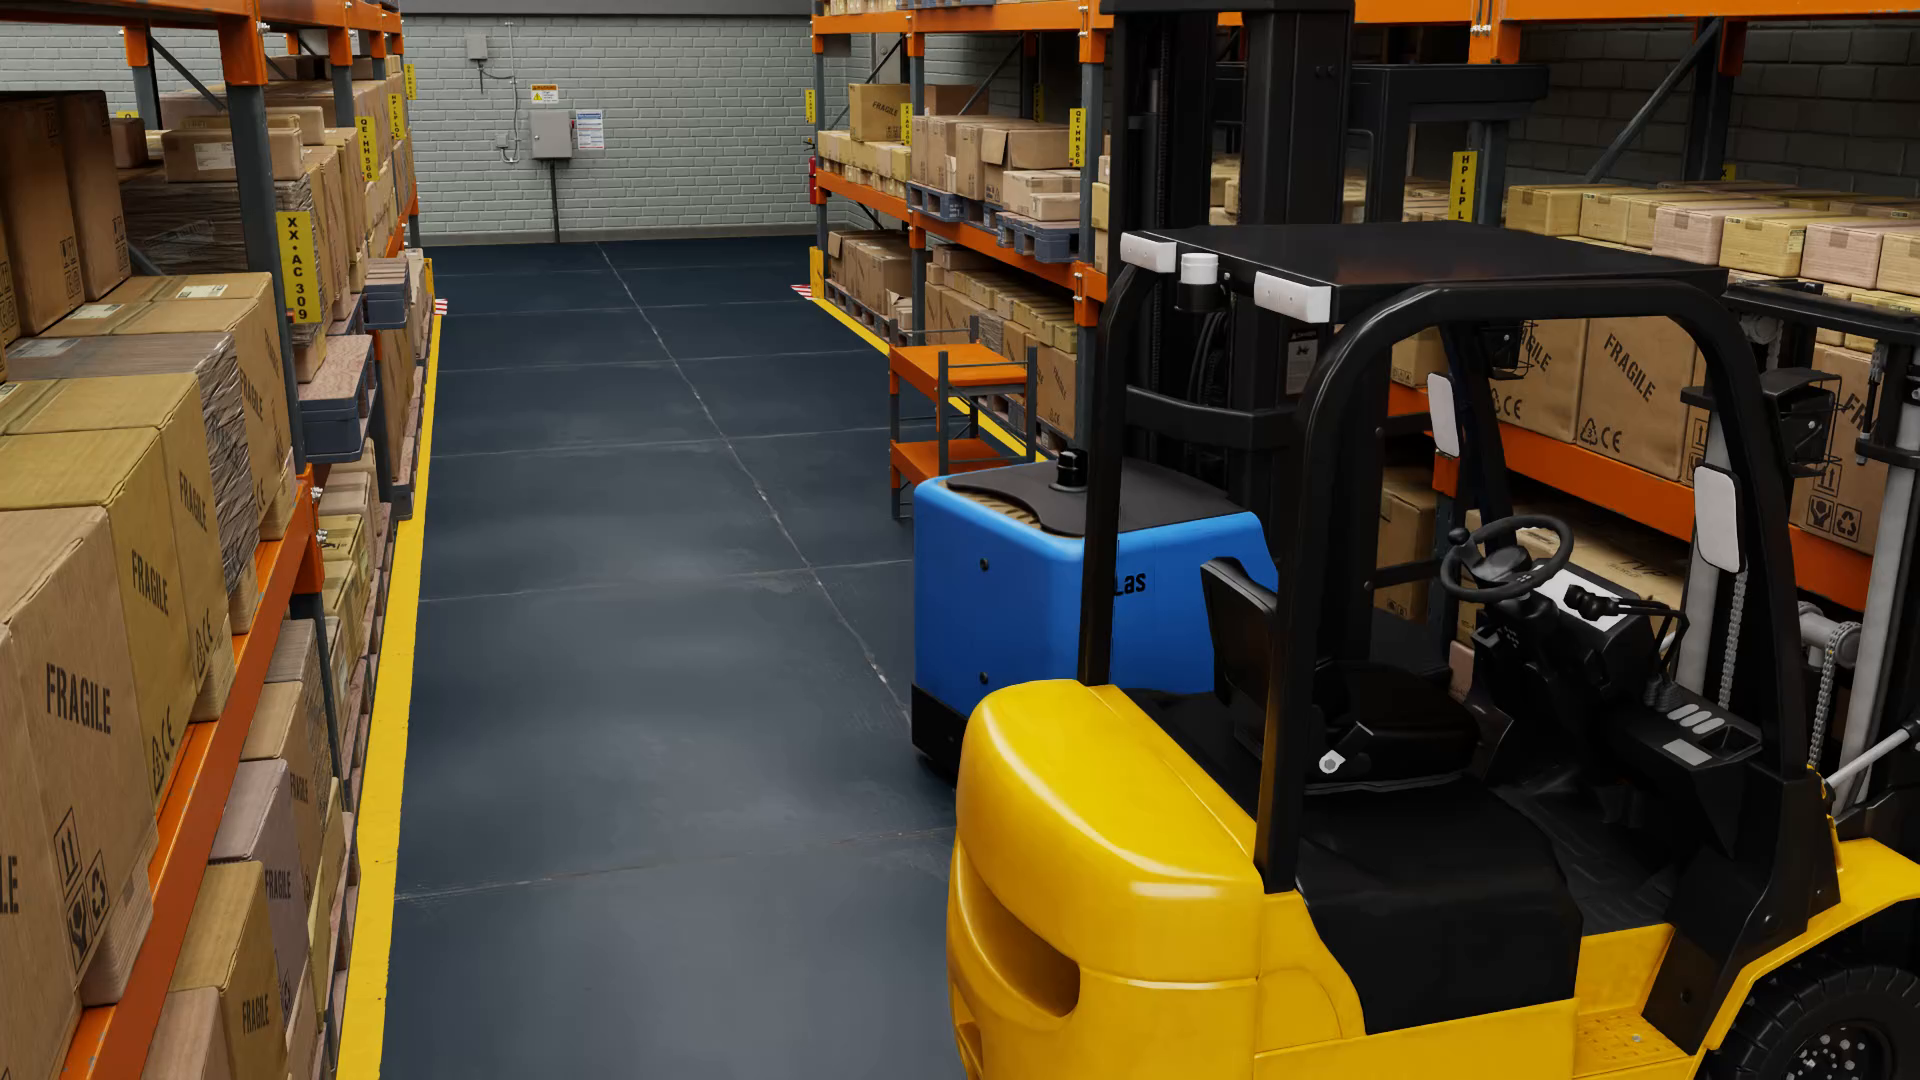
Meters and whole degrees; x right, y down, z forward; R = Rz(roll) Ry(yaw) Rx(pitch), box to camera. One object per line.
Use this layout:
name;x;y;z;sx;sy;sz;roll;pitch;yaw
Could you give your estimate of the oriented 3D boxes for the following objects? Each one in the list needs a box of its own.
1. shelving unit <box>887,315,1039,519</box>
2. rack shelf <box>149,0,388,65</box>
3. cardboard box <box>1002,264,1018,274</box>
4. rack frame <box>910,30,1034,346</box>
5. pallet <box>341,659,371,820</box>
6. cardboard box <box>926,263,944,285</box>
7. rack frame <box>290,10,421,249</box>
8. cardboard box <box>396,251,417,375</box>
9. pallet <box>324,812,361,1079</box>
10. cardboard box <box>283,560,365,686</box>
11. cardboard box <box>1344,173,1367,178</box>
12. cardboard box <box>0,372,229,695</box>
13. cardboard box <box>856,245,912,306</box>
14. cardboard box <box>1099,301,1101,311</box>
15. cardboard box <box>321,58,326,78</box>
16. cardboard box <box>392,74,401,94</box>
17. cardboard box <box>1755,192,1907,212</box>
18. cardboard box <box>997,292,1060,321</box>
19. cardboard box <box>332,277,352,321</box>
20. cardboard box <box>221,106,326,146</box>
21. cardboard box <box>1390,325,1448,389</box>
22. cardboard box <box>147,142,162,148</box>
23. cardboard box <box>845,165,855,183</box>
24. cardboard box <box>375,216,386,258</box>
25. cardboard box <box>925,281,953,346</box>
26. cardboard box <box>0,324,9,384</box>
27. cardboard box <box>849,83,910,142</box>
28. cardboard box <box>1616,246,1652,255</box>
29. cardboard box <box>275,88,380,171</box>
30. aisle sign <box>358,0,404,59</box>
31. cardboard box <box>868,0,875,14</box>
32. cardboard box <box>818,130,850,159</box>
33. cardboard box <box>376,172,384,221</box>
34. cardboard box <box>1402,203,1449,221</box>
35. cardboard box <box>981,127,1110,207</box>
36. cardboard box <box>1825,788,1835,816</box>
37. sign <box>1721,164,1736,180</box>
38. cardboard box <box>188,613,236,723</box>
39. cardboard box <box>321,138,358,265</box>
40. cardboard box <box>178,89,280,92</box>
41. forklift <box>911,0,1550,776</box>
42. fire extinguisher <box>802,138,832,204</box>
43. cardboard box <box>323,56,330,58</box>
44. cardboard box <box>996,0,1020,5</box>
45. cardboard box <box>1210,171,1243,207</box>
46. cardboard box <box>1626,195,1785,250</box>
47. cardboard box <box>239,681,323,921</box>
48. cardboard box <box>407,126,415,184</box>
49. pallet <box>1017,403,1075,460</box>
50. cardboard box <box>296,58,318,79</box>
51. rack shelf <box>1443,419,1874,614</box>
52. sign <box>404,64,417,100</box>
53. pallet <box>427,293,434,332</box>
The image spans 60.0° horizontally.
shelving unit;-0.002;-0.541;8.796;0.538;1.125;1.048;-5;17;-15
rack shelf;-4.123;-3.095;10.079;1.077;0.370;4.000;-5;17;-15
cardboard box;0.554;-2.113;13.261;0.380;0.149;0.250;-5;17;-15
rack frame;0.099;-2.950;13.559;1.000;3.000;0.127;-5;17;-15
pallet;-2.690;0.777;6.000;1.003;0.211;1.213;-5;17;-15
cardboard box;-0.059;-2.144;13.364;0.380;0.149;0.250;-4;17;-13
rack frame;-5.772;-3.663;15.932;1.000;3.000;0.127;-5;17;-15
cardboard box;-4.426;-1.575;11.944;0.875;0.875;0.875;-4;17;-14
pallet;-2.256;1.175;4.674;1.003;0.211;1.213;-5;17;-15
cardboard box;-2.822;0.370;6.343;0.950;0.372;0.625;-4;17;-12
cardboard box;1.922;-1.705;8.113;0.380;0.149;0.250;-4;17;-14
cardboard box;-1.673;-0.004;3.062;0.500;0.500;0.500;-5;17;-16
cardboard box;-0.677;-2.490;15.643;0.500;0.500;0.500;-4;17;-14
cardboard box;1.058;-1.616;11.606;0.380;0.149;0.250;-5;17;-16
cardboard box;-4.707;-3.639;12.812;0.380;0.149;0.250;-5;17;-16
cardboard box;-4.970;-3.657;13.999;0.500;0.500;0.500;-5;17;-16
cardboard box;2.790;-1.029;5.345;0.380;0.149;0.250;-5;17;-16
cardboard box;0.481;-1.644;11.698;0.380;0.149;0.250;-6;18;-18
cardboard box;-2.654;-0.965;6.657;0.380;0.149;0.250;-4;17;-13
cardboard box;-2.853;-1.722;6.922;0.380;0.149;0.250;-6;18;-18
cardboard box;1.907;-0.784;6.609;0.500;0.250;0.500;-4;17;-14
cardboard box;-3.370;-1.409;7.007;0.500;0.500;0.500;-4;17;-14
cardboard box;-0.868;-3.463;15.704;0.380;0.149;0.250;-5;17;-17
cardboard box;-3.763;-1.820;10.057;0.500;0.250;0.500;-4;17;-13
cardboard box;0.015;-1.802;13.353;0.500;0.500;0.500;-4;17;-13
cardboard box;-2.100;-0.453;2.817;0.700;0.500;0.500;-5;17;-16
cardboard box;-0.723;-3.924;15.243;0.500;0.500;0.500;-4;17;-14
cardboard box;2.303;-0.845;5.251;0.380;0.149;0.250;-5;17;-15
cardboard box;-3.747;-2.413;9.860;0.500;0.500;0.500;-4;17;-14
aisle sign;-5.494;-4.952;15.706;0.394;0.787;0.004;-5;17;-15
cardboard box;-0.598;-4.699;14.604;0.380;0.149;0.250;-5;17;-15
cardboard box;-1.135;-3.980;16.732;0.500;0.250;0.500;-5;17;-15
cardboard box;-3.742;-2.059;9.985;0.500;0.250;0.500;-5;17;-15
cardboard box;1.901;-1.243;6.573;0.380;0.149;0.250;-5;17;-16
cardboard box;0.571;-2.531;11.254;0.797;0.503;0.637;-5;17;-17
cardboard box;2.538;0.716;4.534;0.500;0.250;0.500;-5;17;-15
sign;2.830;-1.234;6.203;0.100;0.325;0.005;-5;17;-15
cardboard box;-1.664;0.264;3.297;0.380;0.149;0.250;-5;17;-15
cardboard box;-2.889;-1.456;7.165;0.500;0.500;0.500;-6;18;-19
cardboard box;-4.246;-2.378;9.744;0.500;0.500;0.500;-5;17;-15
forklift;1.350;-0.690;6.154;3.031;2.935;1.130;-10;19;-29
fire extinguisher;-1.486;-3.845;17.321;0.296;0.674;0.183;-5;17;-15
cardboard box;-5.627;-4.093;14.323;0.380;0.149;0.250;-5;17;-15
cardboard box;0.547;-3.608;10.797;0.500;0.250;0.500;-5;17;-15
cardboard box;1.367;-1.734;8.211;0.380;0.149;0.250;-4;17;-14
cardboard box;2.337;-0.991;5.220;0.380;0.149;0.250;-5;17;-16
cardboard box;-1.912;0.696;4.167;0.500;0.500;0.500;-4;17;-14
cardboard box;-5.385;-3.598;15.543;0.500;0.500;0.500;-5;17;-15
pallet;1.029;-0.718;10.974;1.003;0.211;1.213;-5;17;-15
cardboard box;-5.032;-3.535;12.469;0.380;0.149;0.250;-4;17;-14
rack shelf;2.847;0.161;4.454;1.077;0.370;4.000;-5;17;-15
sign;-5.247;-4.370;15.862;0.100;0.325;0.005;-5;17;-15
pallet;-5.477;-2.112;15.618;1.003;0.211;1.213;-5;17;-15
